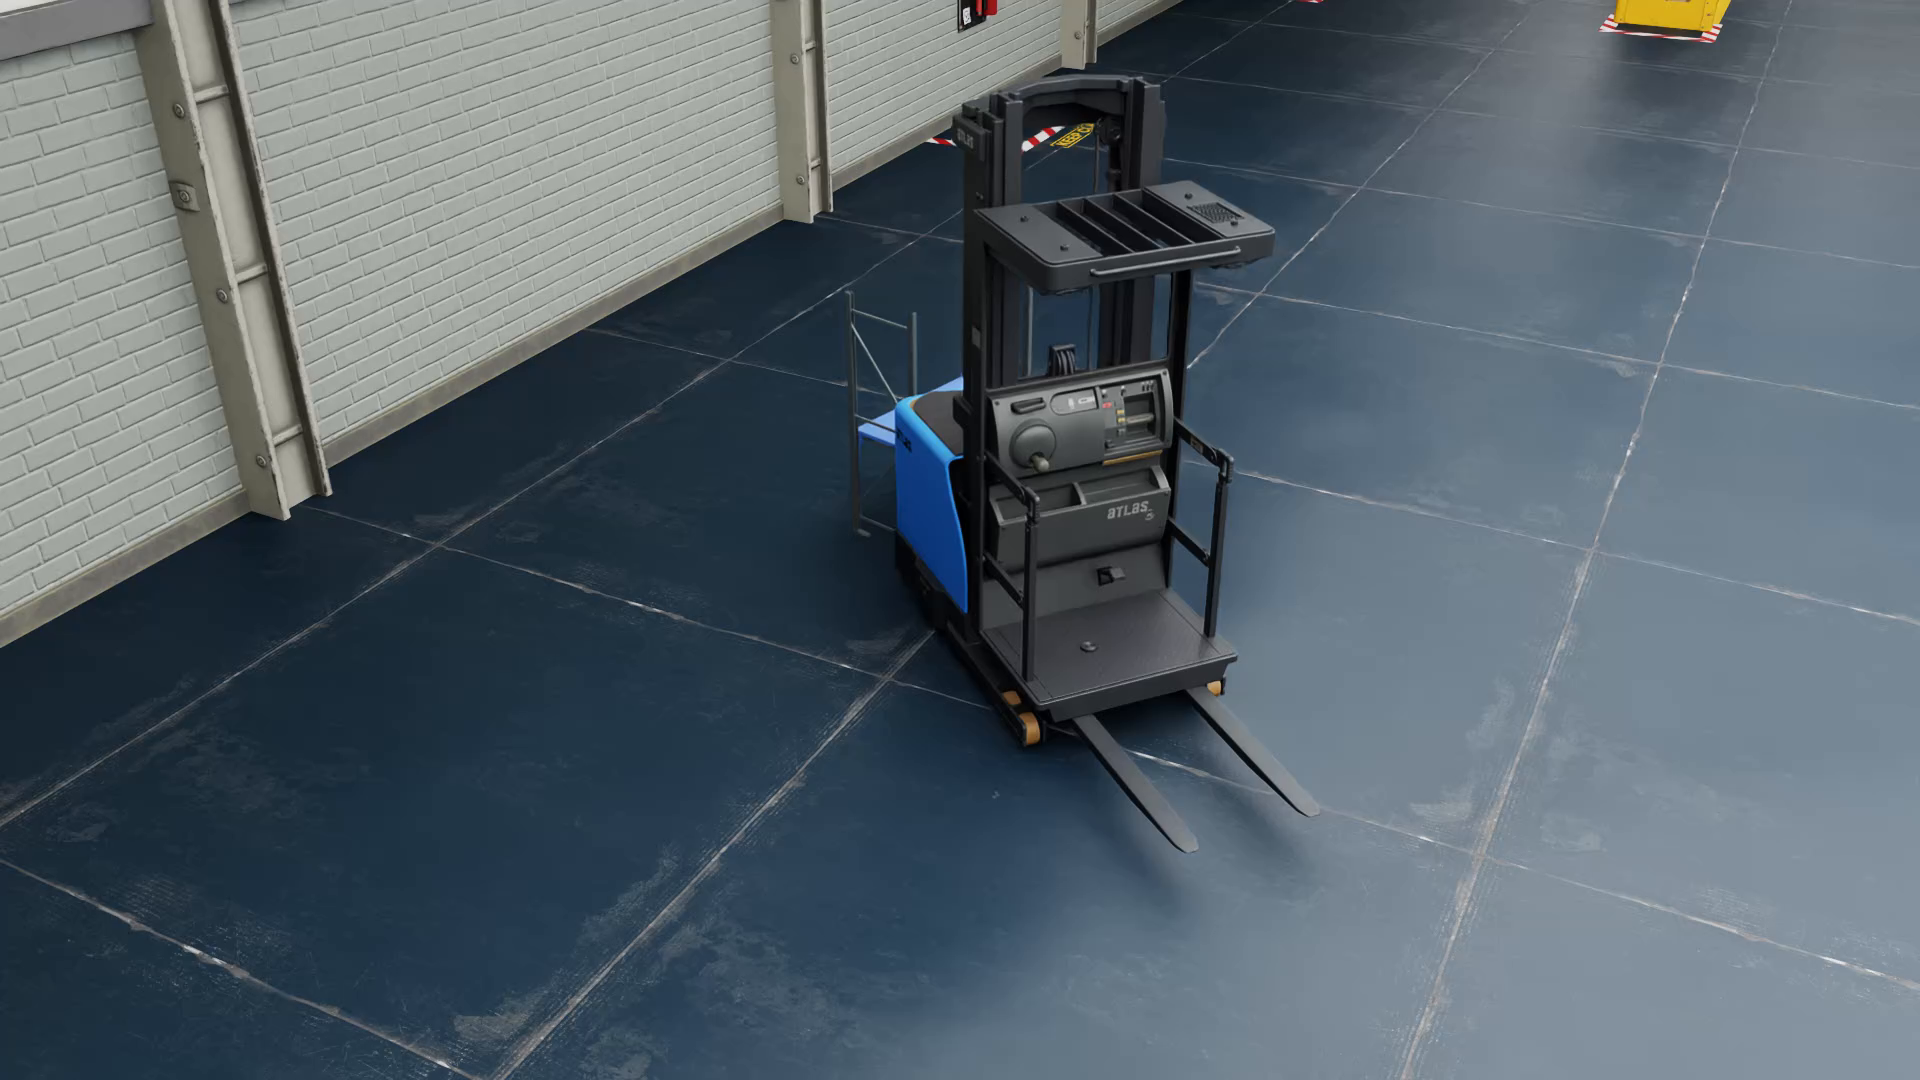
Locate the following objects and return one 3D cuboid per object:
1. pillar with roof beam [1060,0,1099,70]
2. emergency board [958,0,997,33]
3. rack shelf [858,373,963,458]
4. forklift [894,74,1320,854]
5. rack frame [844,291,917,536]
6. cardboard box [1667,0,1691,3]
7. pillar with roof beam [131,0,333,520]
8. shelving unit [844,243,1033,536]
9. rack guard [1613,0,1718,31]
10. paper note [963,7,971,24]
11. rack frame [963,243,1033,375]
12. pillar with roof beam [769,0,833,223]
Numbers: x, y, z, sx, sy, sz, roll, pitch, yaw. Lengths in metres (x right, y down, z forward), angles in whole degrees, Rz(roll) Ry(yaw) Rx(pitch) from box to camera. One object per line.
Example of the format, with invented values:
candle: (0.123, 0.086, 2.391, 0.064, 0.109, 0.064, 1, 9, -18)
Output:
pillar with roof beam: (5.207, -8.484, 15.487, 9.100, 9.000, 0.400, 14, 33, 23)
emergency board: (0.215, -5.772, 16.789, 0.194, 1.169, 0.643, 14, 33, 23)
rack shelf: (-0.107, -0.671, 9.773, 0.538, 0.185, 1.000, 23, 37, 34)
forklift: (0.672, -0.518, 7.708, 1.130, 2.935, 3.031, -12, 32, -20)
rack frame: (-0.433, -0.633, 9.346, 0.500, 1.500, 0.032, 23, 37, 34)
cardboard box: (9.413, -7.067, 21.384, 0.500, 0.250, 0.500, 14, 33, 23)
pillar with roof beam: (-0.260, -3.164, 6.224, 9.100, 9.000, 0.400, 14, 33, 23)
shelving unit: (-0.107, -0.827, 9.684, 0.538, 1.500, 1.048, 23, 37, 34)
rack guard: (8.959, -6.796, 21.082, 1.175, 0.500, 0.348, 14, 33, 23)
paper note: (0.072, -5.327, 16.899, 0.016, 0.148, 0.142, 14, 33, 23)
rack frame: (0.219, -1.021, 10.022, 0.500, 1.500, 0.032, 23, 37, 34)
pillar with roof beam: (2.473, -5.824, 10.856, 9.100, 9.000, 0.400, 14, 33, 23)
